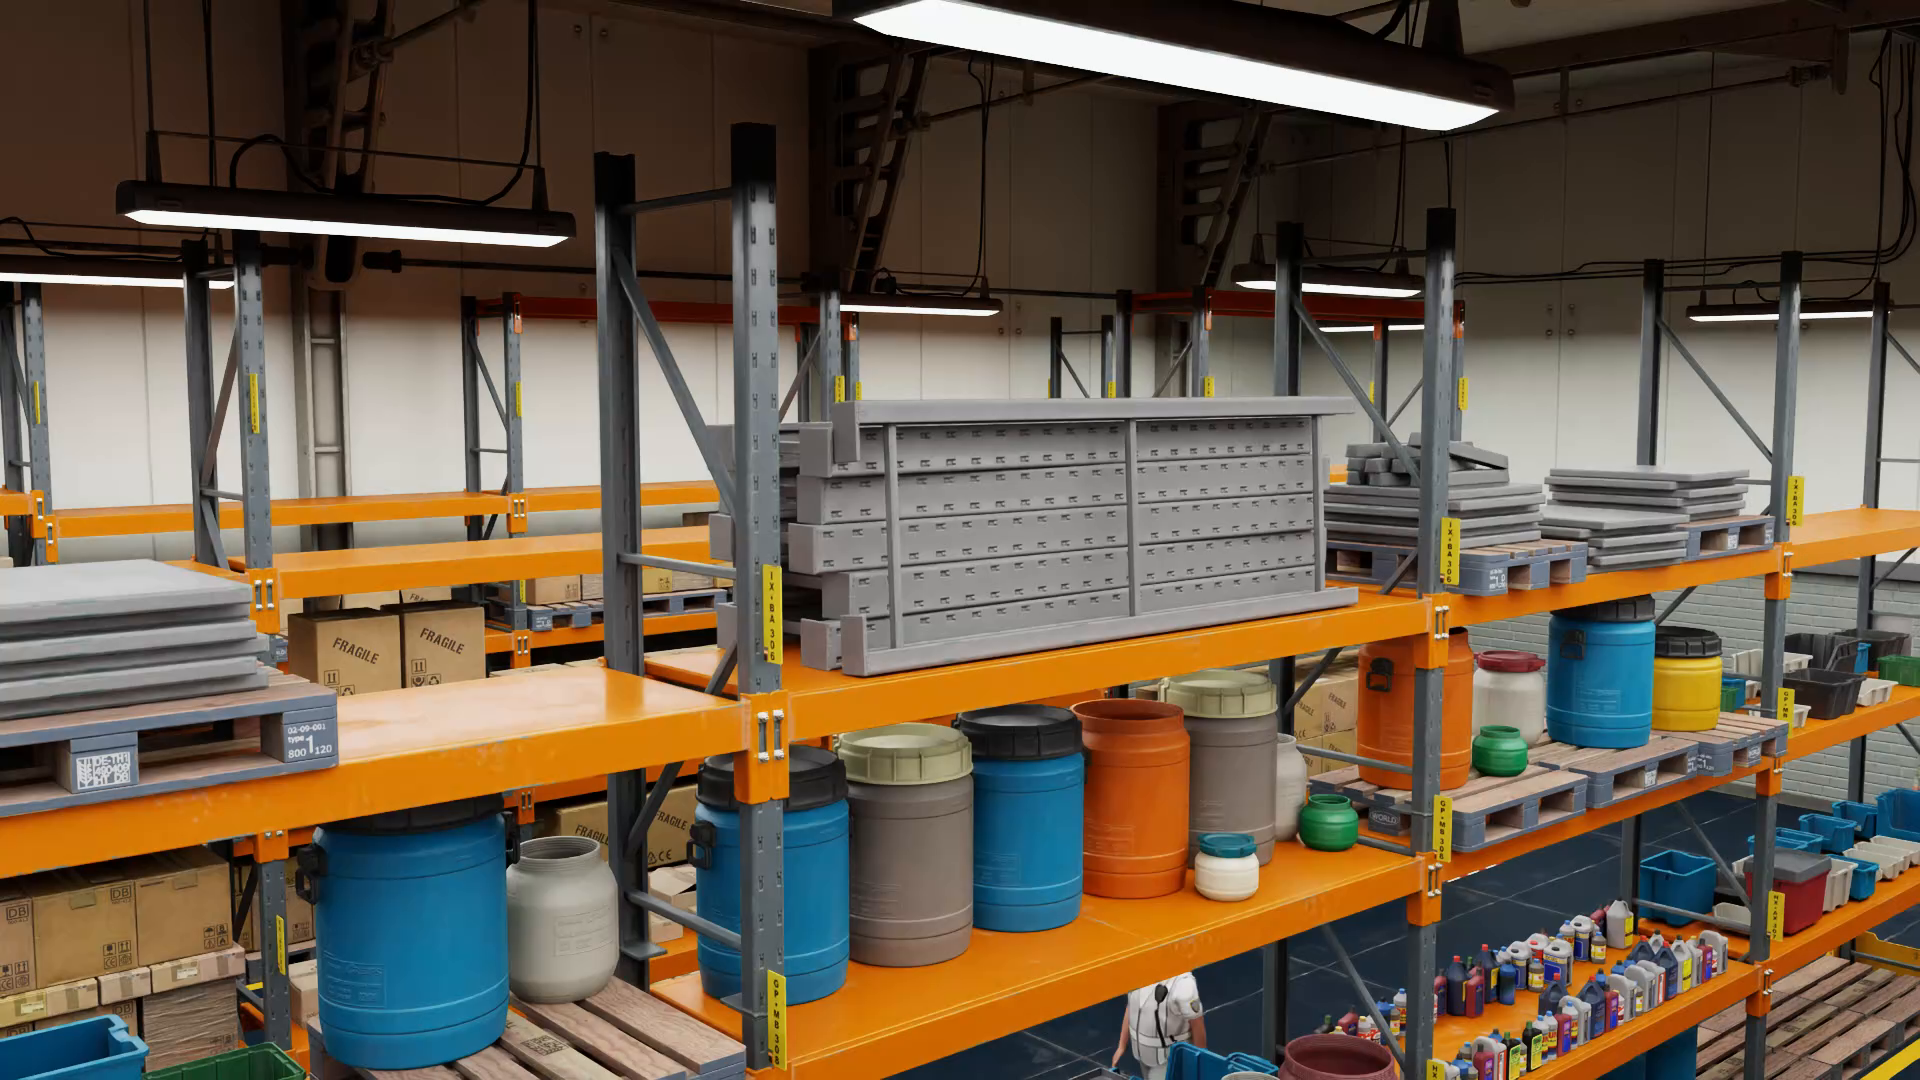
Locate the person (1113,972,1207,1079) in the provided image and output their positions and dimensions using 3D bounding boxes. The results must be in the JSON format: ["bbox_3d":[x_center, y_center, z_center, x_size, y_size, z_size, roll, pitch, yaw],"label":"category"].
[{"bbox_3d":[1.216,3.286,10.576,0.919,1.716,0.553,-3,6,-30],"label":"person"}]

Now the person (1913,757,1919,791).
[{"bbox_3d":[10.201,2.401,17.338,0.467,0.922,0.357,-2,6,-23],"label":"person"}]
